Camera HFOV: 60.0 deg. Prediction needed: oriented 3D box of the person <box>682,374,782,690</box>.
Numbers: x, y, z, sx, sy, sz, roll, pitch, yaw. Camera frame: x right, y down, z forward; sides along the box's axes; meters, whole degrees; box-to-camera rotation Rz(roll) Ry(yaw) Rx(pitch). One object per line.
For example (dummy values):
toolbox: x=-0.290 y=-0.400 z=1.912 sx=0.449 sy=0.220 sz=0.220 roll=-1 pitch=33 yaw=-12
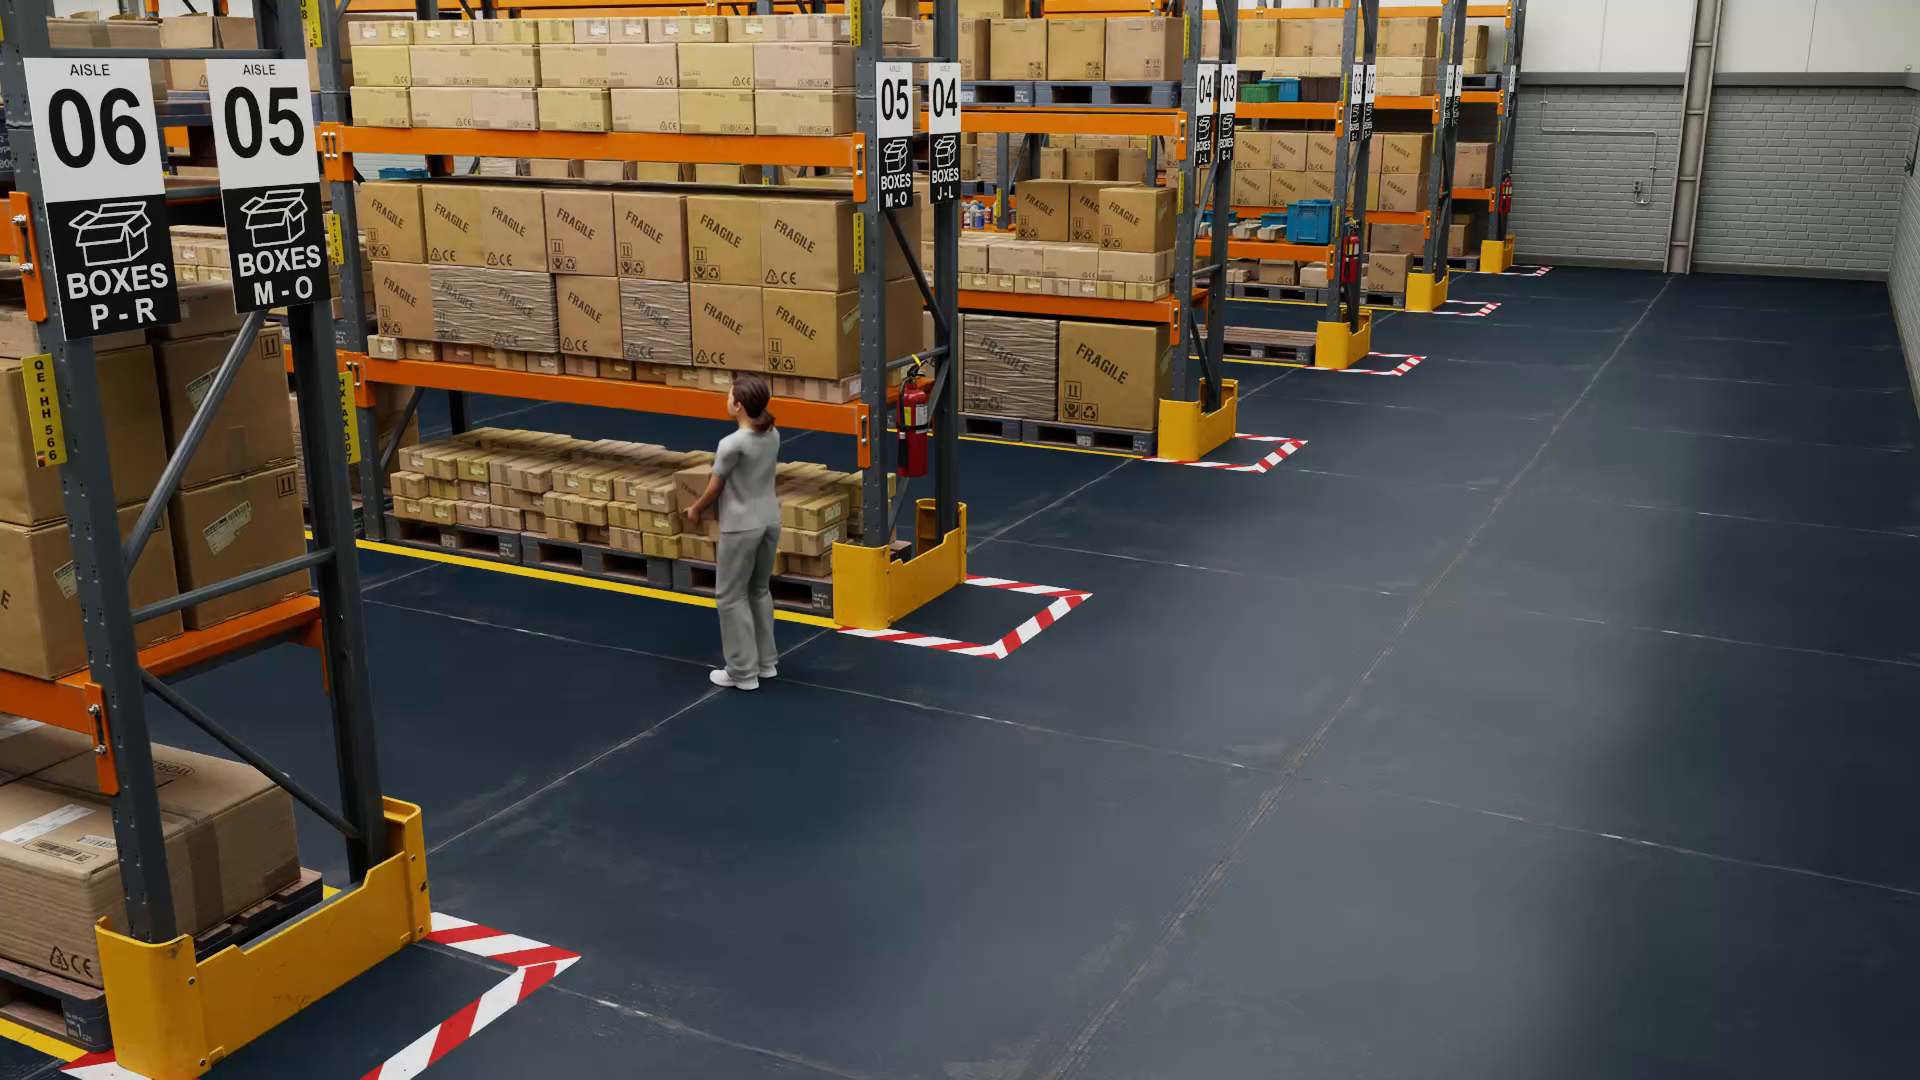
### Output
person: x=-1.167 y=-0.054 z=8.743 sx=0.548 sy=1.667 sz=0.434 roll=11 pitch=19 yaw=34
